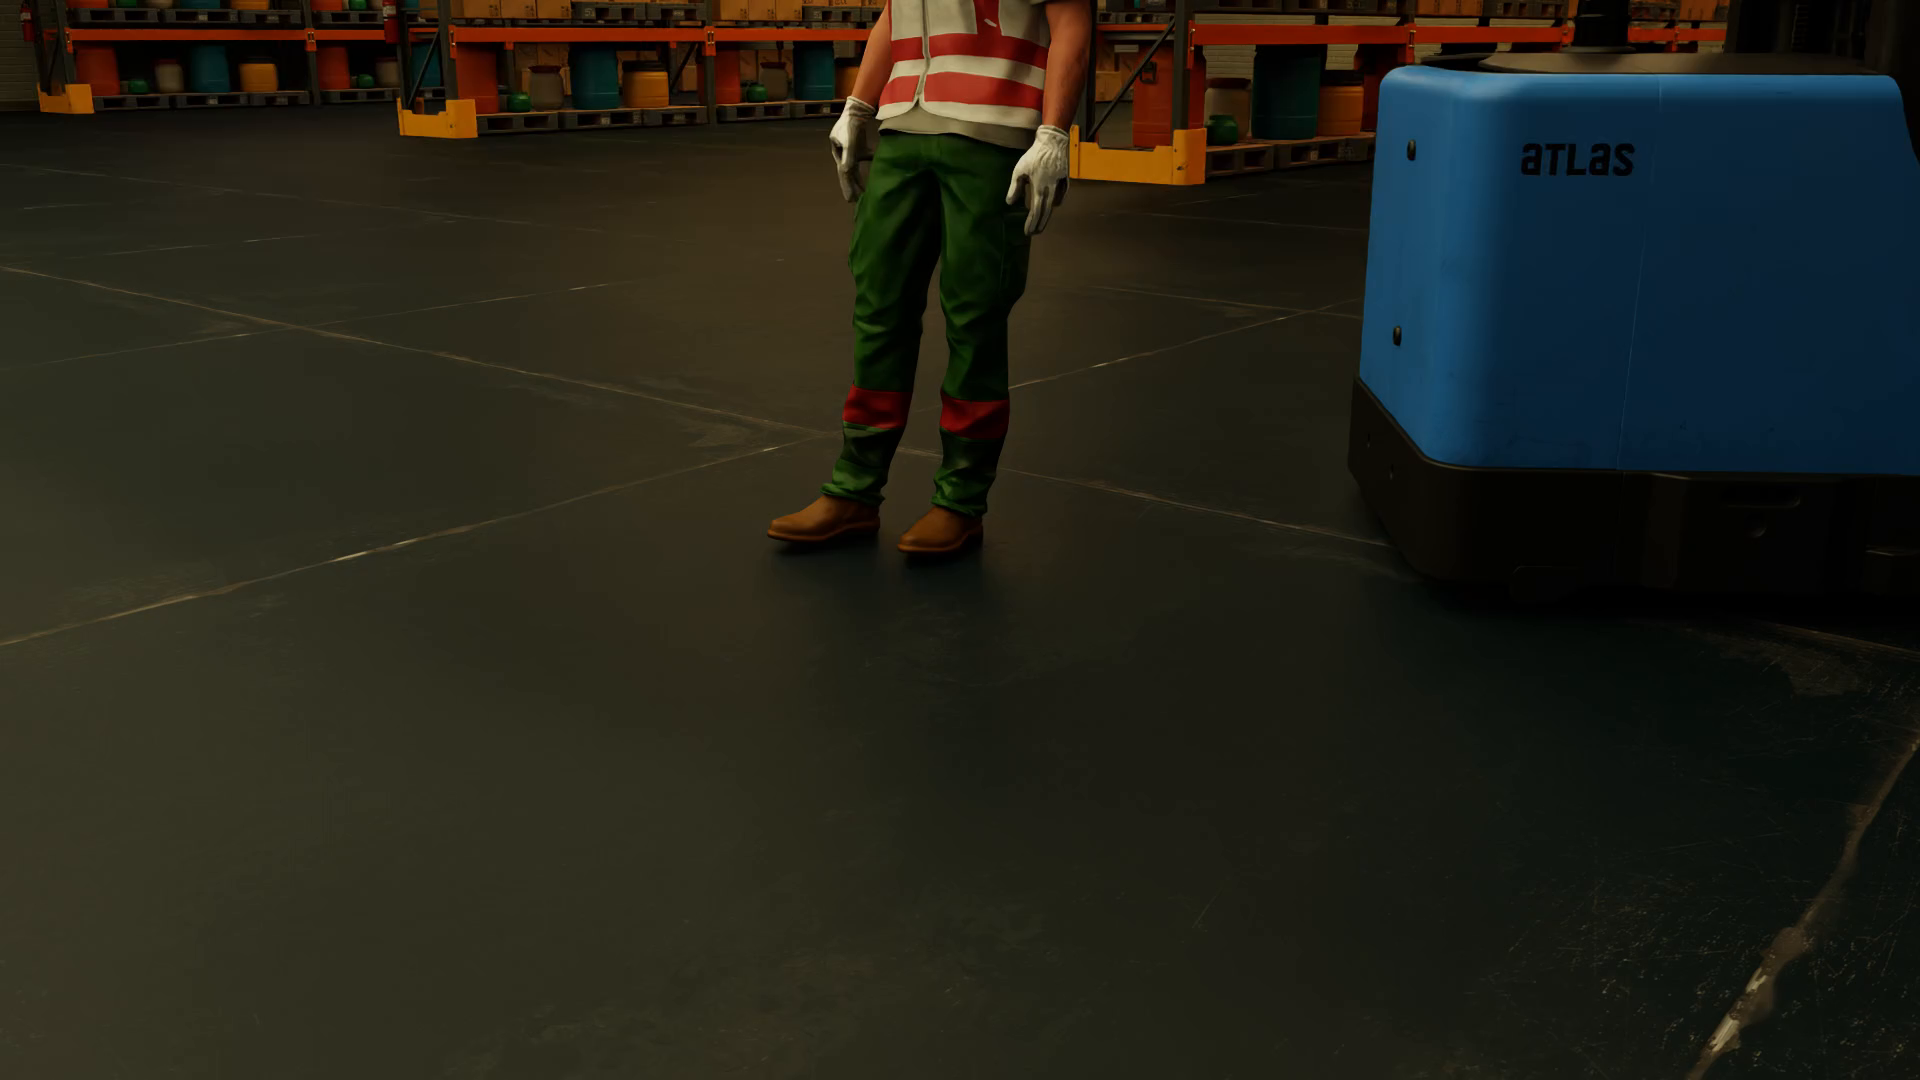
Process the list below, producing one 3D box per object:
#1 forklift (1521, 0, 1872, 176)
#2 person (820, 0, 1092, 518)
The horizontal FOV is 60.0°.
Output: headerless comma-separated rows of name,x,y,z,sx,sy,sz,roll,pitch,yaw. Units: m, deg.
forklift,2.489,-1.369,3.406,3.031,2.935,1.121,1,17,4
person,-0.016,-0.864,3.678,0.638,1.691,0.420,13,21,37
